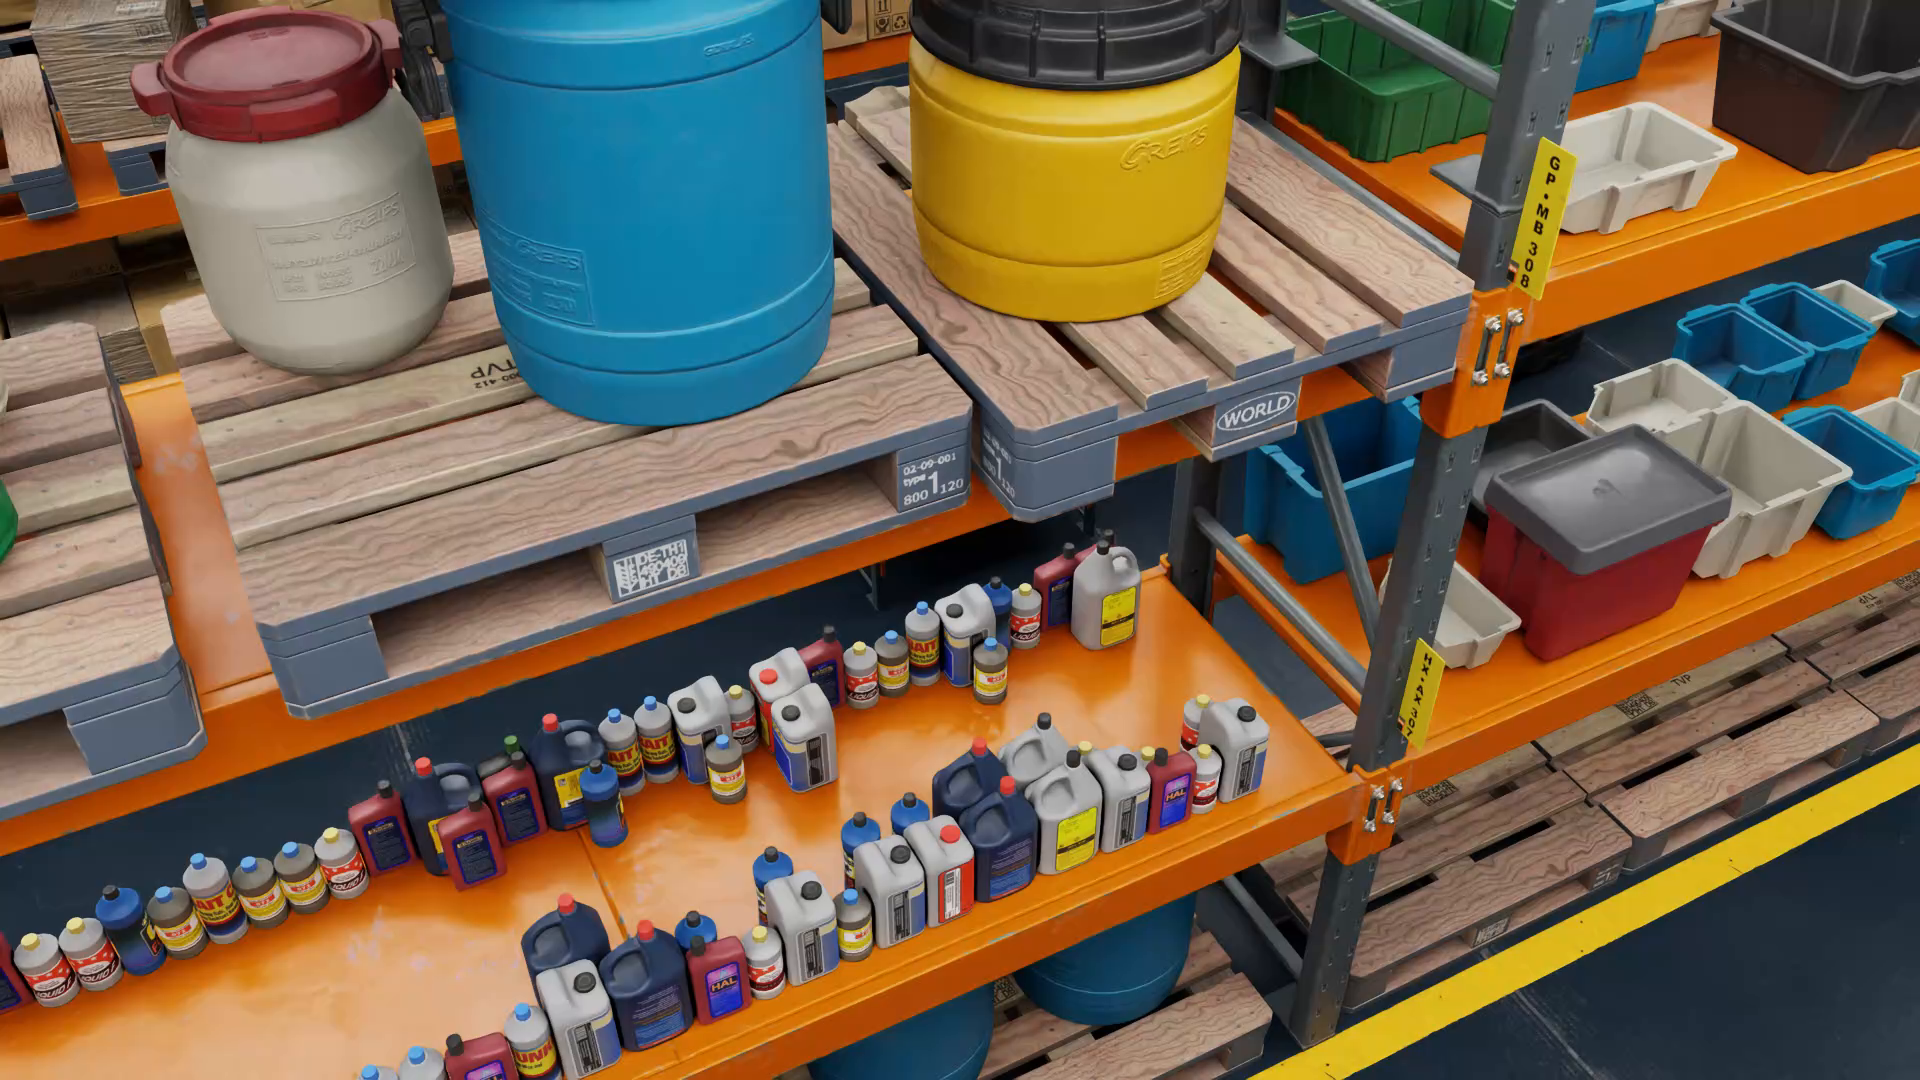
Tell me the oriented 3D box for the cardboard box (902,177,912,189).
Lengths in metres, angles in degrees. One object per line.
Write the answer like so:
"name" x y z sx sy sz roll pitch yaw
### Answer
"cardboard box" -0.128 -2.004 9.149 0.250 0.166 0.380 -19 44 -21

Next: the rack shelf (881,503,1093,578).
"rack shelf" 0.006 -0.245 7.047 1.000 0.278 0.538 -19 44 -21

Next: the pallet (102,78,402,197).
"pallet" -3.188 -1.969 7.403 1.213 0.211 1.003 -19 44 -21

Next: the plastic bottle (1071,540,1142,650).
"plastic bottle" 0.424 0.137 4.805 0.185 0.351 0.144 -19 44 -21

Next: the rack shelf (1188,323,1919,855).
"rack shelf" 2.696 -0.135 5.645 4.000 0.370 1.077 -19 44 -21

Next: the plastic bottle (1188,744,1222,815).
"plastic bottle" 0.632 0.616 4.355 0.097 0.201 0.097 0 40 0

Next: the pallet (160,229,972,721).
"pallet" -0.733 -0.256 3.055 1.213 0.211 1.003 -19 44 -21

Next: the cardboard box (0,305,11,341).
"cardboard box" -4.375 -0.645 7.284 0.500 0.500 0.500 -17 43 -19

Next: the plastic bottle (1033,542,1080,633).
"plastic bottle" 0.281 0.136 4.858 0.133 0.283 0.061 -19 44 -21

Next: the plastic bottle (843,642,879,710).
"plastic bottle" -0.277 0.369 4.646 0.097 0.201 0.097 0 40 0

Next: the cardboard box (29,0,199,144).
"cardboard box" -3.505 -2.073 6.975 0.500 0.500 0.700 -11 41 -13

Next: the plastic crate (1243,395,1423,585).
"plastic crate" 1.179 -0.165 5.089 0.575 0.384 0.392 -19 44 -21

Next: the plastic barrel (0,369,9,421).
"plastic barrel" -1.742 -0.276 2.714 0.301 0.262 0.301 0 40 0

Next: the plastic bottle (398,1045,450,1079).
"plastic bottle" -1.157 1.191 3.621 0.097 0.271 0.097 0 40 0

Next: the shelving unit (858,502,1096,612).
"shelving unit" 0.006 -0.431 6.889 1.048 1.125 0.538 -19 44 -21

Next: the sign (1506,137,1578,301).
"sign" 1.175 -0.646 3.362 0.005 0.325 0.100 -19 44 -21

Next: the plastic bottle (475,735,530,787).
"plastic bottle" -1.168 0.624 4.282 0.133 0.283 0.061 -19 44 -21

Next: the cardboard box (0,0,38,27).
"cardboard box" -6.489 -3.780 10.733 0.750 0.750 0.750 -19 44 -21

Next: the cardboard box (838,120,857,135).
"cardboard box" -0.684 -2.211 9.407 0.250 0.149 0.380 -19 44 -21

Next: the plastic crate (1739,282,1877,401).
"plastic crate" 2.931 -0.688 5.824 0.300 0.233 0.416 -19 44 -21

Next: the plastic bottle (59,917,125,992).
"plastic bottle" -2.062 0.969 3.937 0.097 0.201 0.097 0 40 0

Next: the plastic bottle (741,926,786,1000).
"plastic bottle" -0.465 0.985 3.919 0.097 0.201 0.097 0 40 0

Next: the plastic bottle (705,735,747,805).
"plastic bottle" -0.617 0.594 4.380 0.097 0.201 0.097 0 40 0

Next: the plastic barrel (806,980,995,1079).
"plastic barrel" -0.196 1.191 4.820 0.708 0.901 0.600 -19 44 -21

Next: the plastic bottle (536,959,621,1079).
"plastic bottle" -0.862 1.070 3.760 0.135 0.276 0.152 -19 44 -21

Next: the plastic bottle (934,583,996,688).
"plastic bottle" 0.011 0.263 4.713 0.135 0.276 0.152 -19 44 -21

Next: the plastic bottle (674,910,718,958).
"plastic bottle" -0.611 0.963 3.890 0.097 0.271 0.097 0 40 0

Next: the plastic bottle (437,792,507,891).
"plastic bottle" -1.220 0.746 4.137 0.133 0.283 0.061 -19 44 -21

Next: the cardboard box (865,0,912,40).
"cardboard box" -0.332 -2.841 8.208 0.500 0.500 0.500 -18 43 -20

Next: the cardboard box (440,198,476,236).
"cardboard box" -2.555 -1.263 8.014 0.500 0.500 0.500 -18 43 -20

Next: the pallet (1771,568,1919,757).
"pallet" 3.720 0.281 6.754 1.213 0.211 1.003 -19 44 -21

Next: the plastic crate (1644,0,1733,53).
"plastic crate" 1.874 -1.455 4.530 0.466 0.136 0.293 -19 44 -21

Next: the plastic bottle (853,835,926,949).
"plastic bottle" -0.169 0.837 4.036 0.135 0.276 0.152 -19 44 -21

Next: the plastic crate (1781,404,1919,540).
"plastic crate" 2.767 -0.206 5.255 0.300 0.233 0.416 -19 44 -21

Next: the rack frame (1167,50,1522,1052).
"rack frame" 0.922 0.187 4.708 0.127 3.000 1.000 -19 44 -21

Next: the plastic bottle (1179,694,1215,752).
"plastic bottle" 0.648 0.500 4.492 0.097 0.201 0.097 0 40 0

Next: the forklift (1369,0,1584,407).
"forklift" 2.493 -2.212 7.594 3.031 2.935 1.130 -24 46 -25

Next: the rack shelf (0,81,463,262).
"rack shelf" -3.137 -1.781 7.589 4.000 0.370 1.077 -19 44 -21

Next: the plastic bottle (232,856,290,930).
"plastic bottle" -1.717 0.853 4.074 0.097 0.201 0.097 0 40 0

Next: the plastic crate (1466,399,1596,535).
"plastic crate" 1.791 -0.219 5.354 0.590 0.125 0.437 -19 44 -21

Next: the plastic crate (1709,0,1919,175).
"plastic crate" 2.150 -1.122 4.033 0.590 0.269 0.497 -19 44 -21

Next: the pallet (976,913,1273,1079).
"pallet" 0.219 1.458 5.365 1.213 0.211 1.003 -19 44 -21

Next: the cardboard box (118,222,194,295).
"cardboard box" -3.730 -1.241 7.988 0.500 0.500 0.500 -20 44 -22

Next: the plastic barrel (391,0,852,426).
"plastic barrel" -0.521 -0.713 2.735 0.708 0.901 0.600 -19 44 -21

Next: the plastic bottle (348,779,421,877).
"plastic bottle" -1.450 0.719 4.169 0.133 0.283 0.061 -19 44 -21

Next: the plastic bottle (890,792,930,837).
"plastic bottle" -0.124 0.732 4.163 0.097 0.271 0.097 0 40 0

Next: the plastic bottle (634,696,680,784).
"plastic bottle" -0.807 0.520 4.413 0.097 0.271 0.097 0 40 0

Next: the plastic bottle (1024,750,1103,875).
"plastic bottle" 0.258 0.668 4.178 0.185 0.351 0.144 -19 44 -21
